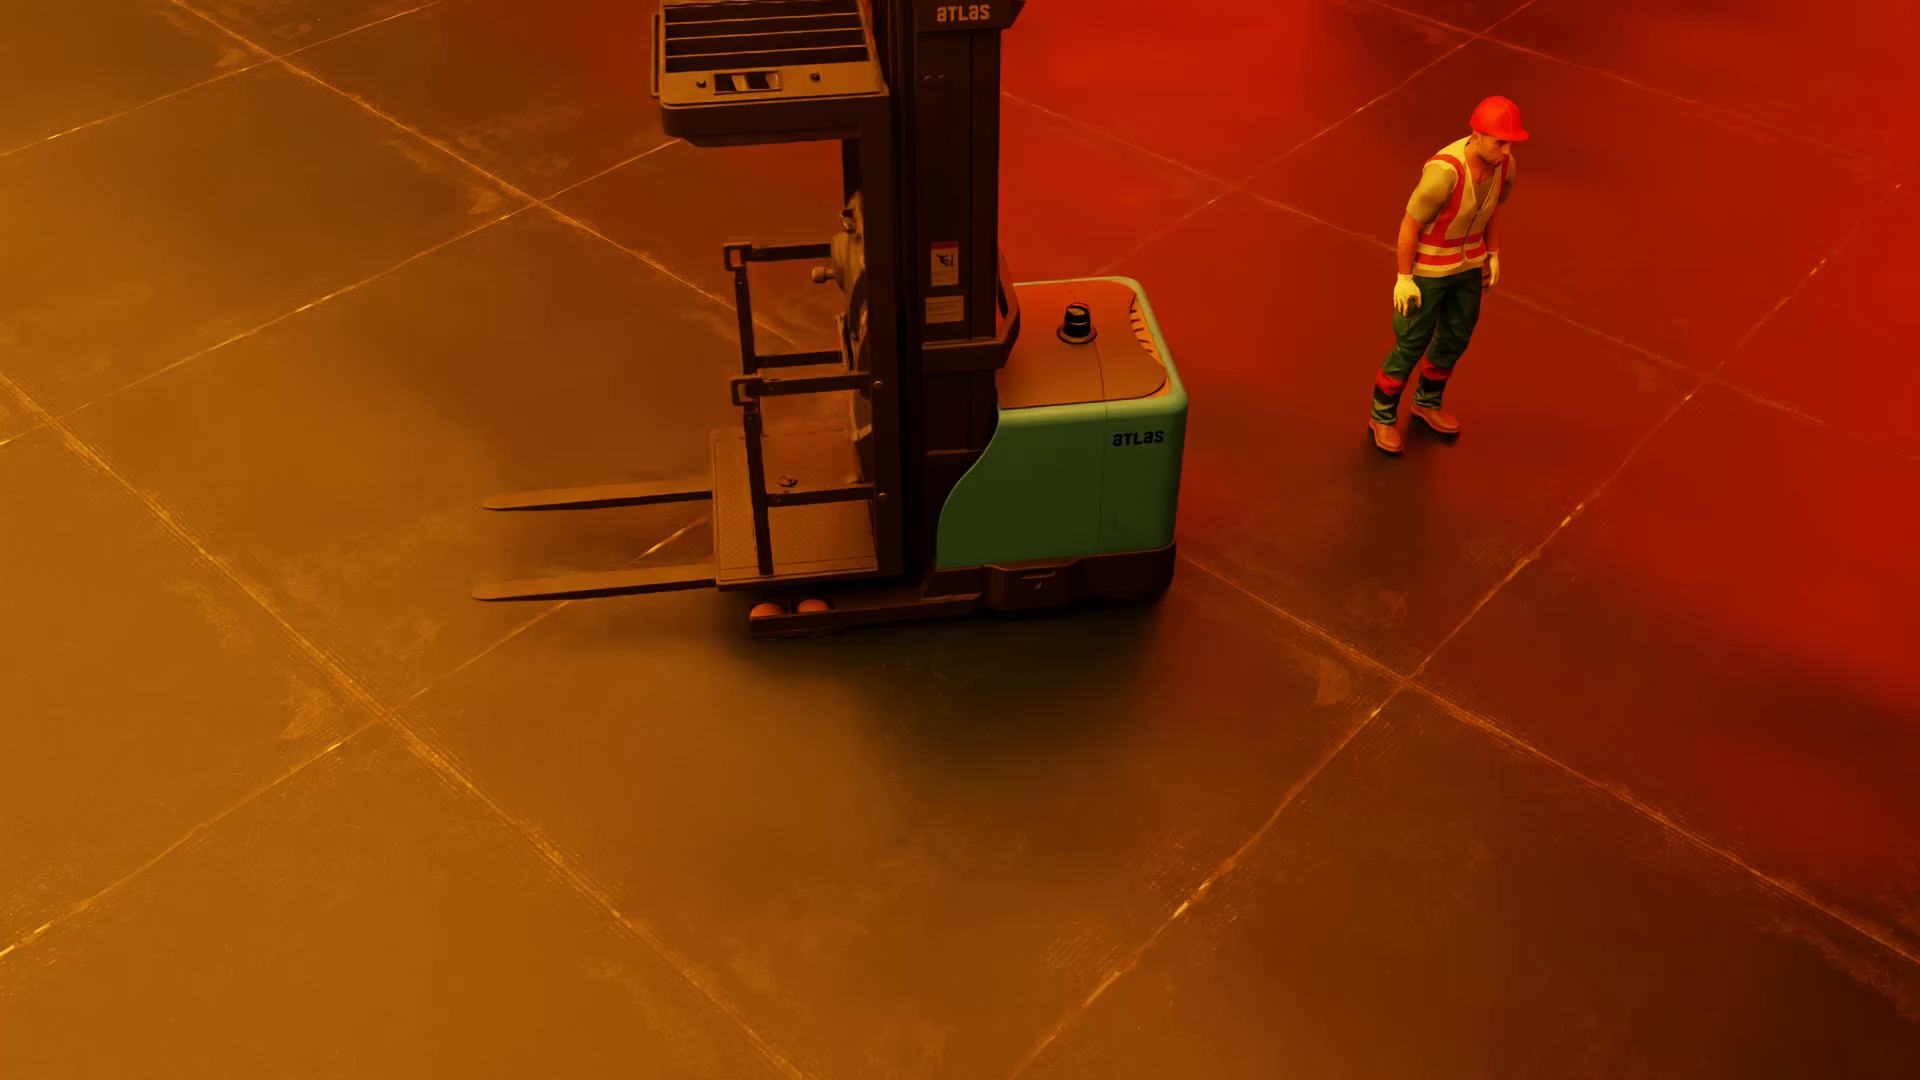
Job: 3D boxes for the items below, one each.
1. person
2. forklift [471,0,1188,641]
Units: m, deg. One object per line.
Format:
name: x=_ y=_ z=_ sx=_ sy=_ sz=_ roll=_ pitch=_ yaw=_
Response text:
person: x=2.284 y=-1.252 z=7.776 sx=0.611 sy=1.778 sz=0.451 roll=-17 pitch=44 yaw=-19
forklift: x=-0.616 y=-1.045 z=6.646 sx=3.031 sy=2.935 sz=1.130 roll=-5 pitch=41 yaw=-6
